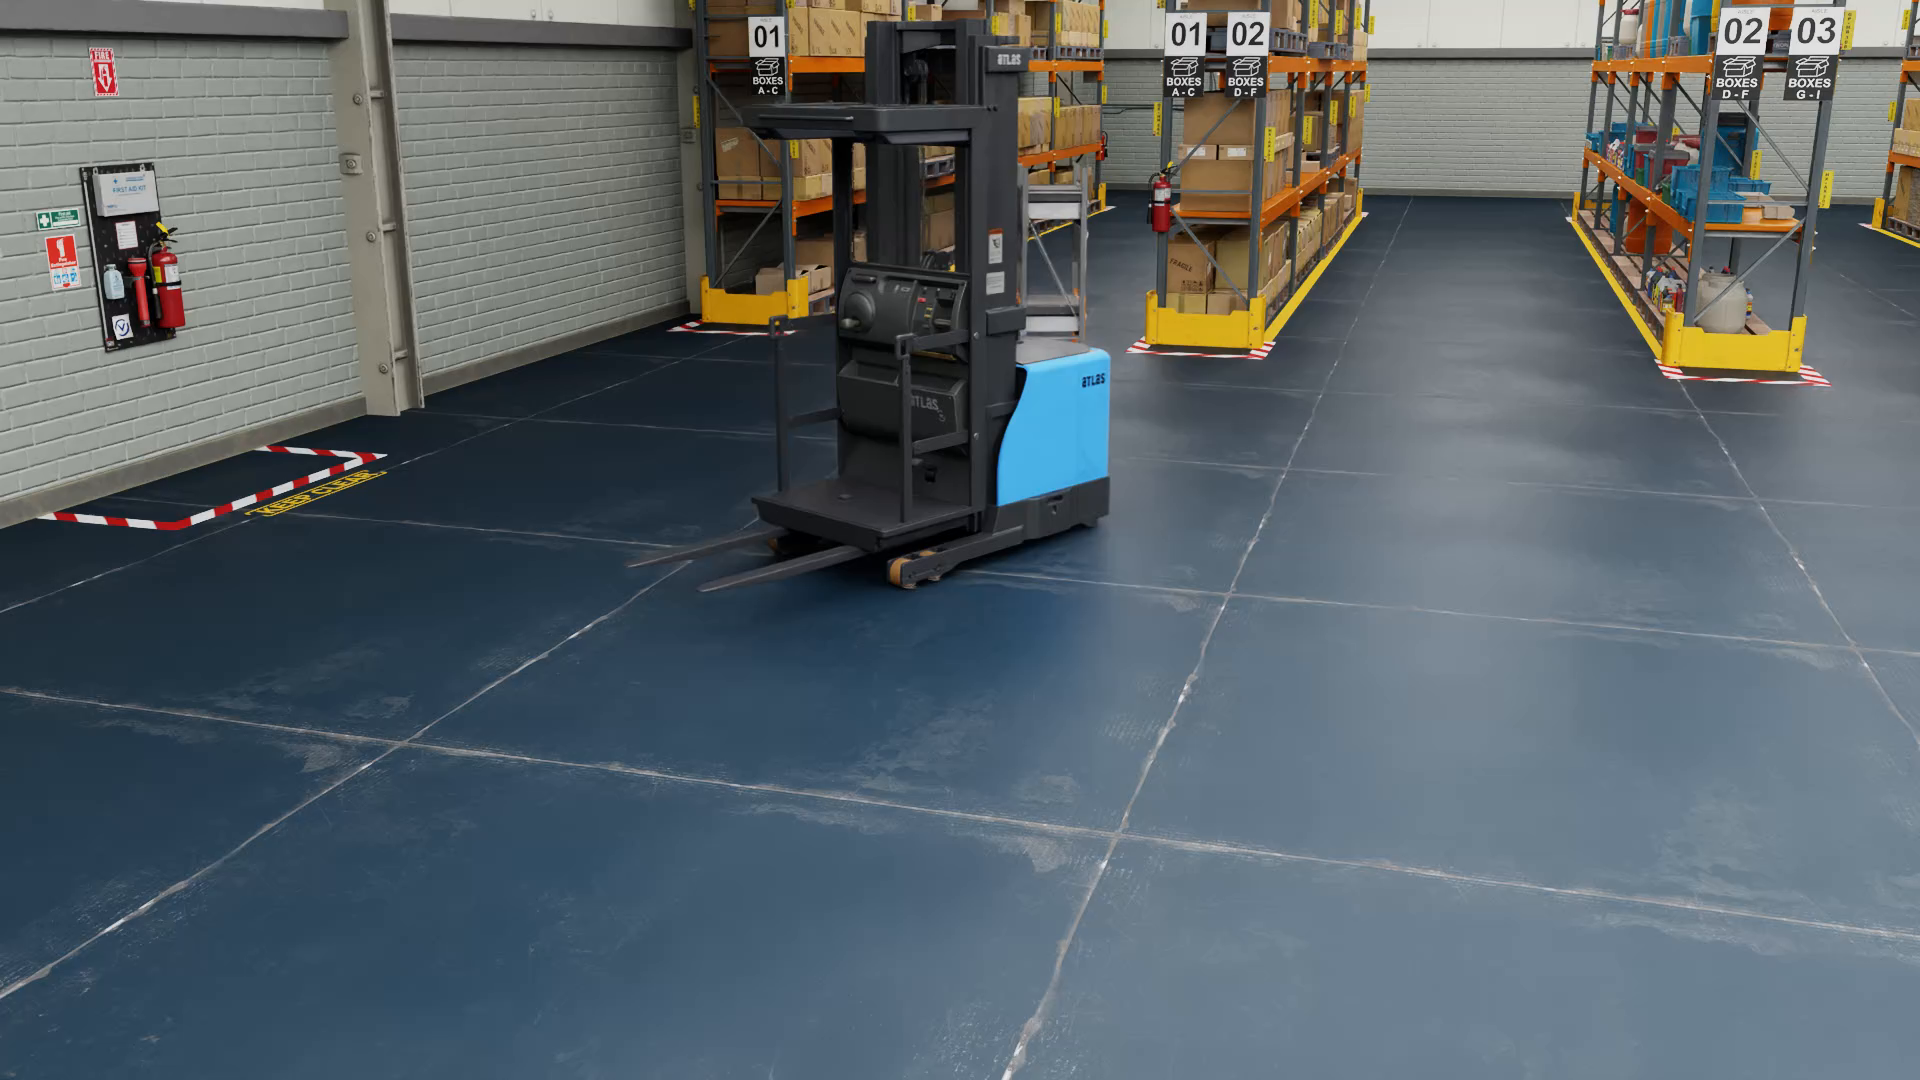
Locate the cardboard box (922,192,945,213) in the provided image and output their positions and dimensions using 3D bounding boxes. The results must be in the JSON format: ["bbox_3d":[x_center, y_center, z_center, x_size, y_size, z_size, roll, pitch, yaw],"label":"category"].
[{"bbox_3d":[-0.517,-4.810,23.691,0.500,0.250,0.500,5,16,16],"label":"cardboard box"}]

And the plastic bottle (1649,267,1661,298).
[{"bbox_3d":[7.736,-2.855,18.447,0.144,0.351,0.185,5,17,17],"label":"plastic bottle"}]

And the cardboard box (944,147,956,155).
[{"bbox_3d":[-0.456,-5.720,23.510,0.700,0.500,0.500,5,16,16],"label":"cardboard box"}]

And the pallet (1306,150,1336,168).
[{"bbox_3d":[4.877,-5.619,24.495,1.213,0.211,1.003,5,16,16],"label":"pallet"}]

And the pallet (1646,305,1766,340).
[{"bbox_3d":[7.787,-2.263,17.420,1.003,0.211,1.213,5,16,16],"label":"pallet"}]

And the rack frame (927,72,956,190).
[{"bbox_3d":[0.001,-5.912,25.175,1.000,3.000,0.127,5,16,16],"label":"rack frame"}]

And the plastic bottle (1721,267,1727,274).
[{"bbox_3d":[8.456,-2.843,18.405,0.144,0.351,0.185,4,16,14],"label":"plastic bottle"}]

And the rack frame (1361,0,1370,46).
[{"bbox_3d":[7.025,-10.508,30.384,1.000,3.000,0.127,5,16,16],"label":"rack frame"}]

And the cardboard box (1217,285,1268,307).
[{"bbox_3d":[2.982,-2.569,17.659,0.500,0.250,0.500,5,16,16],"label":"cardboard box"}]

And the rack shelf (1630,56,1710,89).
[{"bbox_3d":[8.931,-5.717,20.310,1.077,0.370,4.000,5,16,16],"label":"rack shelf"}]

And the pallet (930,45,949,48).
[{"bbox_3d":[-0.858,-6.371,21.642,1.213,0.211,1.003,5,16,16],"label":"pallet"}]

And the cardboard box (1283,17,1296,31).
[{"bbox_3d":[3.534,-5.737,18.496,0.380,0.149,0.250,5,16,16],"label":"cardboard box"}]

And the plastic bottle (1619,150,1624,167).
[{"bbox_3d":[9.432,-5.412,23.647,0.097,0.271,0.097,0,16,0],"label":"plastic bottle"}]

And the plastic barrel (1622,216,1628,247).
[{"bbox_3d":[9.697,-4.433,23.750,0.421,0.512,0.421,0,16,0],"label":"plastic barrel"}]

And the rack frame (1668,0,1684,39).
[{"bbox_3d":[8.363,-6.983,17.958,1.000,3.000,0.127,5,16,16],"label":"rack frame"}]

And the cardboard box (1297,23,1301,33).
[{"bbox_3d":[4.217,-6.551,21.435,0.500,0.250,0.500,3,16,11],"label":"cardboard box"}]

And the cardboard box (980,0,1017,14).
[{"bbox_3d":[0.620,-8.656,26.990,0.500,0.250,0.500,4,16,14],"label":"cardboard box"}]

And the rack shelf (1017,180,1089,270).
[{"bbox_3d":[0.572,-1.998,10.509,0.431,0.518,0.480,-1,16,-2],"label":"rack shelf"}]

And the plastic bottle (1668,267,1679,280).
[{"bbox_3d":[7.874,-2.844,18.408,0.144,0.351,0.185,5,16,16],"label":"plastic bottle"}]

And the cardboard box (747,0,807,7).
[{"bbox_3d":[-1.930,-5.883,17.523,0.500,0.500,0.500,3,16,12],"label":"cardboard box"}]

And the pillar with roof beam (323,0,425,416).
[{"bbox_3d":[-0.480,-5.052,11.148,9.100,9.000,0.400,5,16,16],"label":"pillar with roof beam"}]

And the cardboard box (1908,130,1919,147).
[{"bbox_3d":[15.839,-6.551,27.158,0.500,0.250,0.500,4,16,14],"label":"cardboard box"}]

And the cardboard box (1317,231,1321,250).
[{"bbox_3d":[4.836,-4.251,23.590,0.500,0.250,0.500,5,17,17],"label":"cardboard box"}]

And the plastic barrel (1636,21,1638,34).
[{"bbox_3d":[9.859,-7.329,23.658,0.433,0.535,0.433,0,16,0],"label":"plastic barrel"}]

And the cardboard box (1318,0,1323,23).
[{"bbox_3d":[4.882,-7.614,23.665,0.500,0.500,0.500,5,16,16],"label":"cardboard box"}]

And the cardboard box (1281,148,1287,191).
[{"bbox_3d":[3.495,-4.414,19.710,0.700,0.500,0.500,4,16,14],"label":"cardboard box"}]

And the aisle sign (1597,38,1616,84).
[{"bbox_3d":[11.509,-8.529,29.638,0.394,0.787,0.004,5,16,16],"label":"aisle sign"}]

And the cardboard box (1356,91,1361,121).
[{"bbox_3d":[6.731,-7.610,29.148,0.500,0.500,0.500,5,17,18],"label":"cardboard box"}]

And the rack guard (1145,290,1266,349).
[{"bbox_3d":[2.471,-2.227,16.764,1.175,0.500,0.348,5,16,16],"label":"rack guard"}]

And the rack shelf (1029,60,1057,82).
[{"bbox_3d":[0.570,-7.532,26.709,1.077,0.370,4.000,5,16,16],"label":"rack shelf"}]

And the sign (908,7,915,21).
[{"bbox_3d":[-0.613,-6.517,20.864,0.100,0.325,0.005,5,16,16],"label":"sign"}]

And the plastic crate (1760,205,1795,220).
[{"bbox_3d":[7.789,-3.133,15.861,0.298,0.136,0.250,5,16,16],"label":"plastic crate"}]

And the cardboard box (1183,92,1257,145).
[{"bbox_3d":[2.638,-4.243,16.730,0.700,0.500,0.500,5,16,16],"label":"cardboard box"}]

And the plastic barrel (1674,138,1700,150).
[{"bbox_3d":[9.412,-4.912,21.444,0.421,0.512,0.421,0,16,0],"label":"plastic barrel"}]

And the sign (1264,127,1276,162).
[{"bbox_3d":[3.009,-3.846,16.159,0.100,0.325,0.005,5,16,16],"label":"sign"}]

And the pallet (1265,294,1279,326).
[{"bbox_3d":[3.004,-2.616,18.664,1.003,0.211,1.213,5,16,16],"label":"pallet"}]

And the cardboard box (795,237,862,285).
[{"bbox_3d":[-1.571,-3.339,19.879,0.700,0.500,0.500,4,16,12],"label":"cardboard box"}]

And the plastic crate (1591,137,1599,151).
[{"bbox_3d":[10.928,-6.723,28.231,0.416,0.233,0.300,5,16,16],"label":"plastic crate"}]

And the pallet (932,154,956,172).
[{"bbox_3d":[-0.522,-5.298,23.364,1.003,0.211,1.213,5,16,16],"label":"pallet"}]

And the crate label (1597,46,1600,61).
[{"bbox_3d":[11.201,-8.392,28.694,0.408,0.251,0.502,5,16,16],"label":"crate label"}]

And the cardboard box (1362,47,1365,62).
[{"bbox_3d":[6.979,-8.708,29.810,0.500,0.250,0.500,5,16,16],"label":"cardboard box"}]

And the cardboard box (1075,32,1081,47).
[{"bbox_3d":[1.884,-9.007,29.911,0.500,0.250,0.500,4,16,14],"label":"cardboard box"}]

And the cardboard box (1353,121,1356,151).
[{"bbox_3d":[6.581,-7.000,28.830,0.500,0.500,0.500,5,16,16],"label":"cardboard box"}]

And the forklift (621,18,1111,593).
[{"bbox_3d":[-0.466,-1.305,9.059,1.130,2.935,3.031,14,21,41],"label":"forklift"}]

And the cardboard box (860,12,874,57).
[{"bbox_3d":[-1.319,-5.936,19.542,0.500,0.500,0.500,4,16,14],"label":"cardboard box"}]

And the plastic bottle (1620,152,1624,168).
[{"bbox_3d":[9.377,-5.361,23.468,0.097,0.271,0.097,0,16,0],"label":"plastic bottle"}]

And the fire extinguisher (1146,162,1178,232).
[{"bbox_3d":[1.999,-3.403,16.473,0.296,0.674,0.183,5,16,16],"label":"fire extinguisher"}]

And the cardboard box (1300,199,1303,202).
[{"bbox_3d":[5.083,-5.074,25.995,0.500,0.500,0.500,4,16,14],"label":"cardboard box"}]

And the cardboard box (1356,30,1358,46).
[{"bbox_3d":[6.405,-8.425,27.899,0.500,0.250,0.500,5,16,16],"label":"cardboard box"}]

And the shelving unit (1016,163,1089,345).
[{"bbox_3d":[0.572,-1.337,10.696,0.431,2.100,0.503,-1,16,-2],"label":"shelving unit"}]

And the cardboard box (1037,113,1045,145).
[{"bbox_3d":[1.113,-6.885,27.840,0.500,0.500,0.500,5,17,16],"label":"cardboard box"}]

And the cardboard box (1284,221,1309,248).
[{"bbox_3d":[4.264,-3.986,21.627,0.500,0.311,0.500,4,16,14],"label":"cardboard box"}]

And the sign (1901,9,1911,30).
[{"bbox_3d":[15.992,-8.799,28.109,0.100,0.325,0.005,5,16,16],"label":"sign"}]

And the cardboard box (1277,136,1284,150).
[{"bbox_3d":[3.452,-4.488,18.785,0.380,0.149,0.250,5,16,16],"label":"cardboard box"}]
